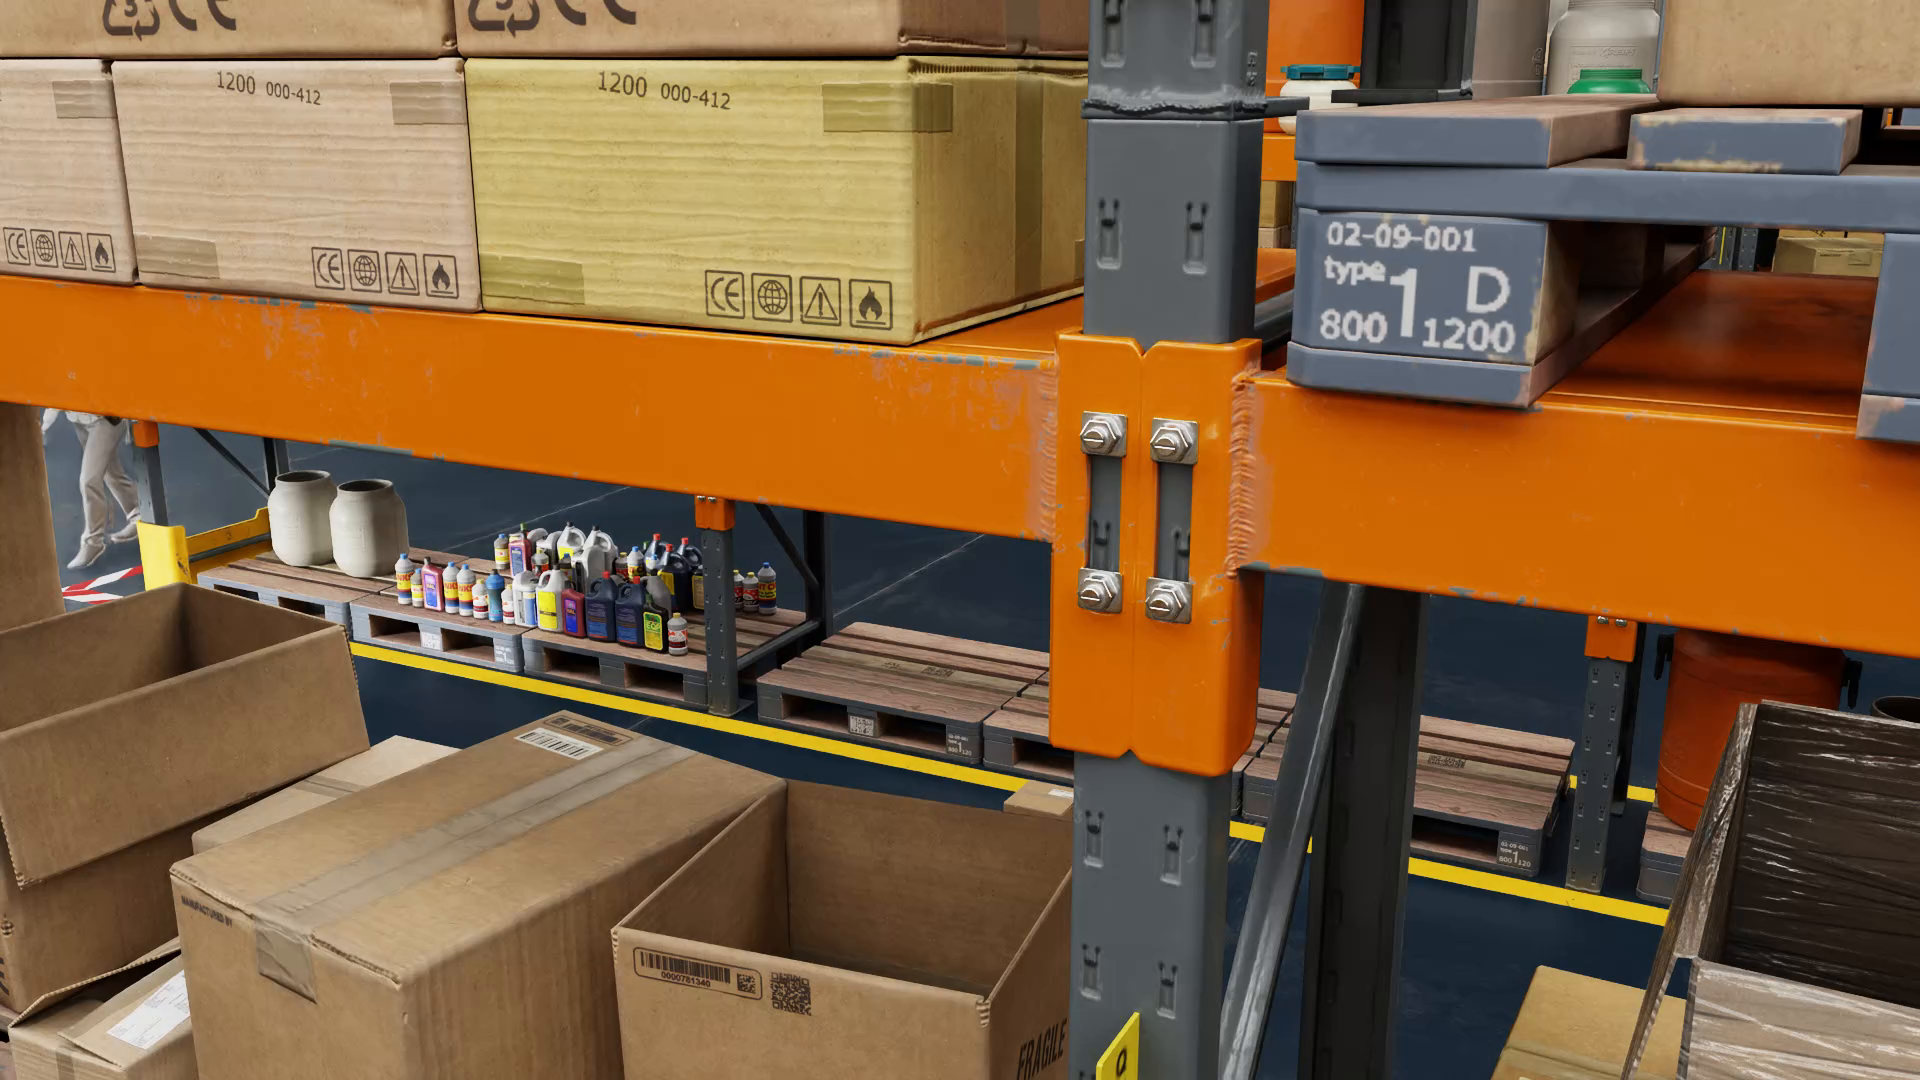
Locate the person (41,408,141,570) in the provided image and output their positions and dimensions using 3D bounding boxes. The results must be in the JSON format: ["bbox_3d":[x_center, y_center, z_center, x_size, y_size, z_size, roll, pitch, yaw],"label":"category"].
[{"bbox_3d":[-5.541,-0.710,10.646,0.561,1.726,0.731,7,17,24],"label":"person"}]
